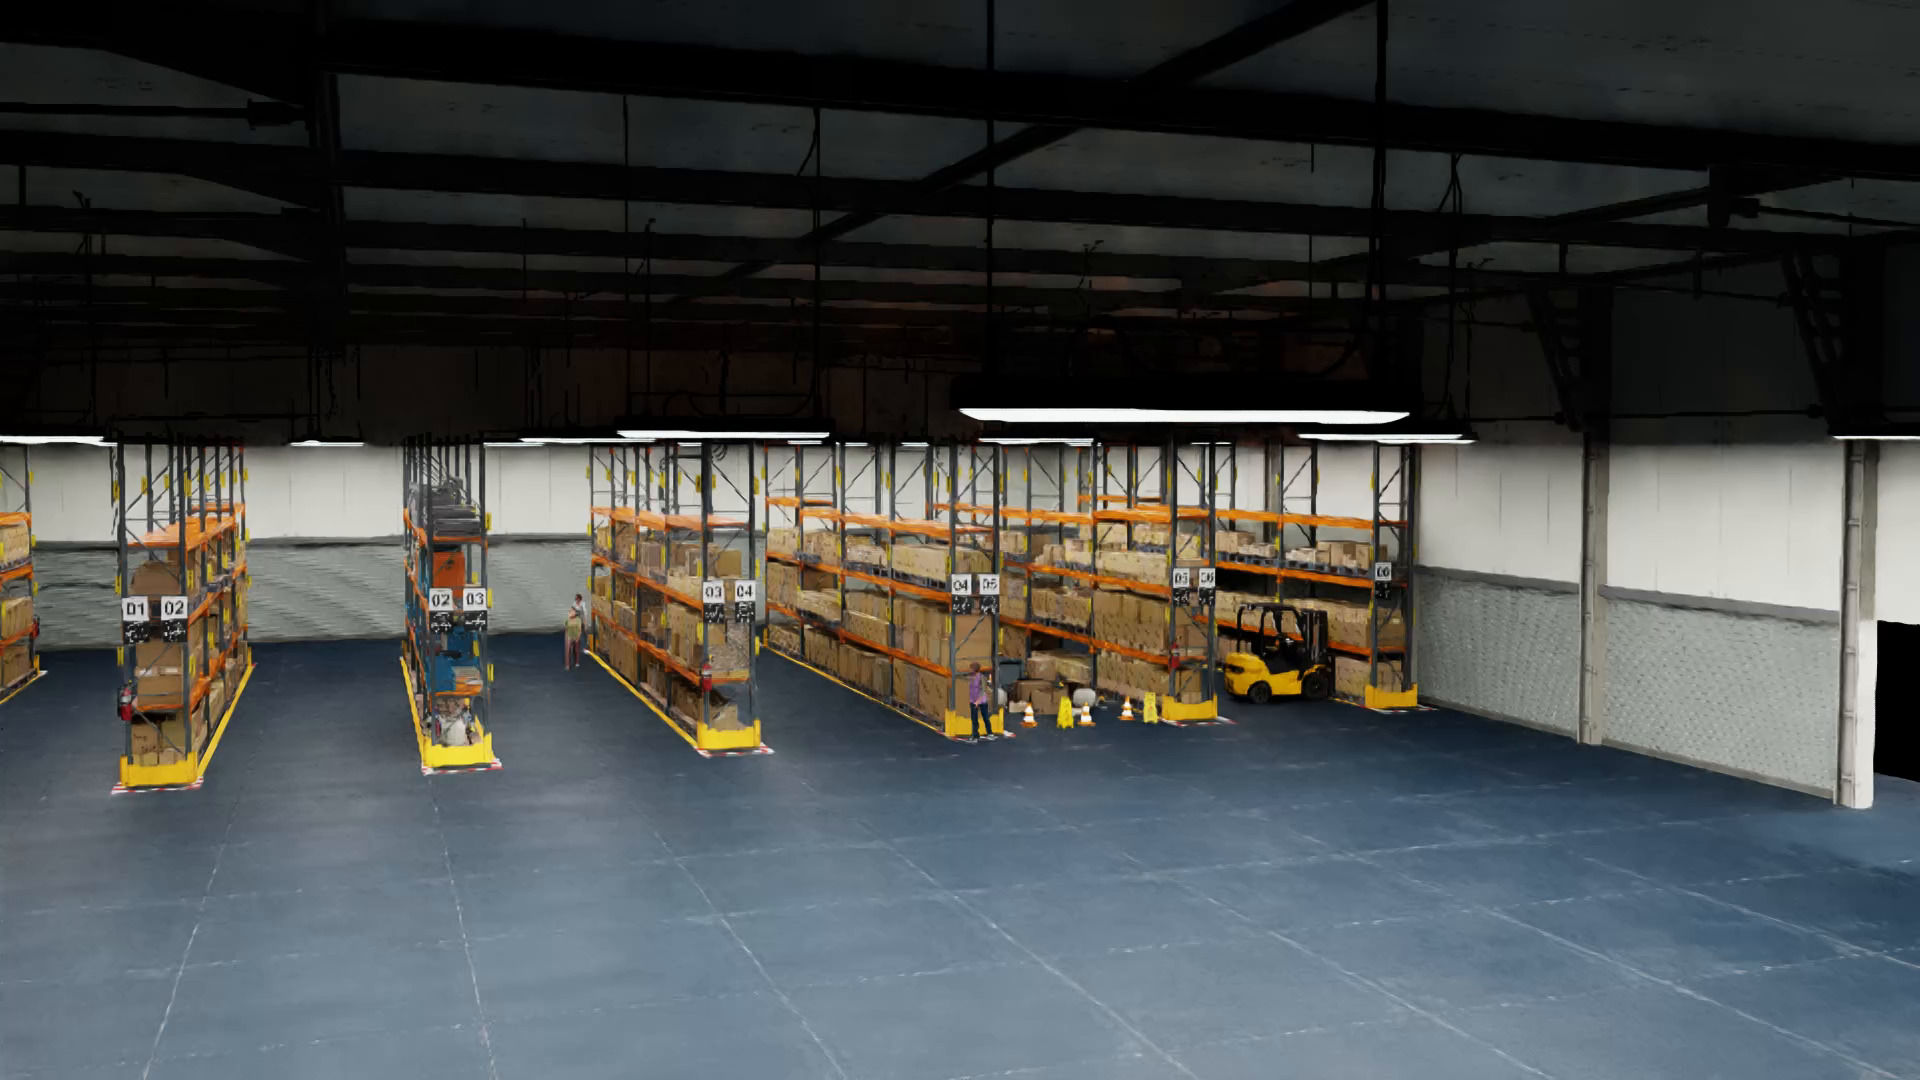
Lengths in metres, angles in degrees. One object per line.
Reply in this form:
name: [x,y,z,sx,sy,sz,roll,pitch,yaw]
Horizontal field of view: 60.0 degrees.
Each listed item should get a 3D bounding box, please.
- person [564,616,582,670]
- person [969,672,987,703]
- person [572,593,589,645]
person: [-9.997,2.647,42.988,0.447,1.359,1.017,-1,3,-11]
person: [0.346,2.859,32.277,0.425,0.592,0.343,3,4,41]
person: [-10.929,2.276,47.829,0.447,1.483,0.721,1,3,10]
